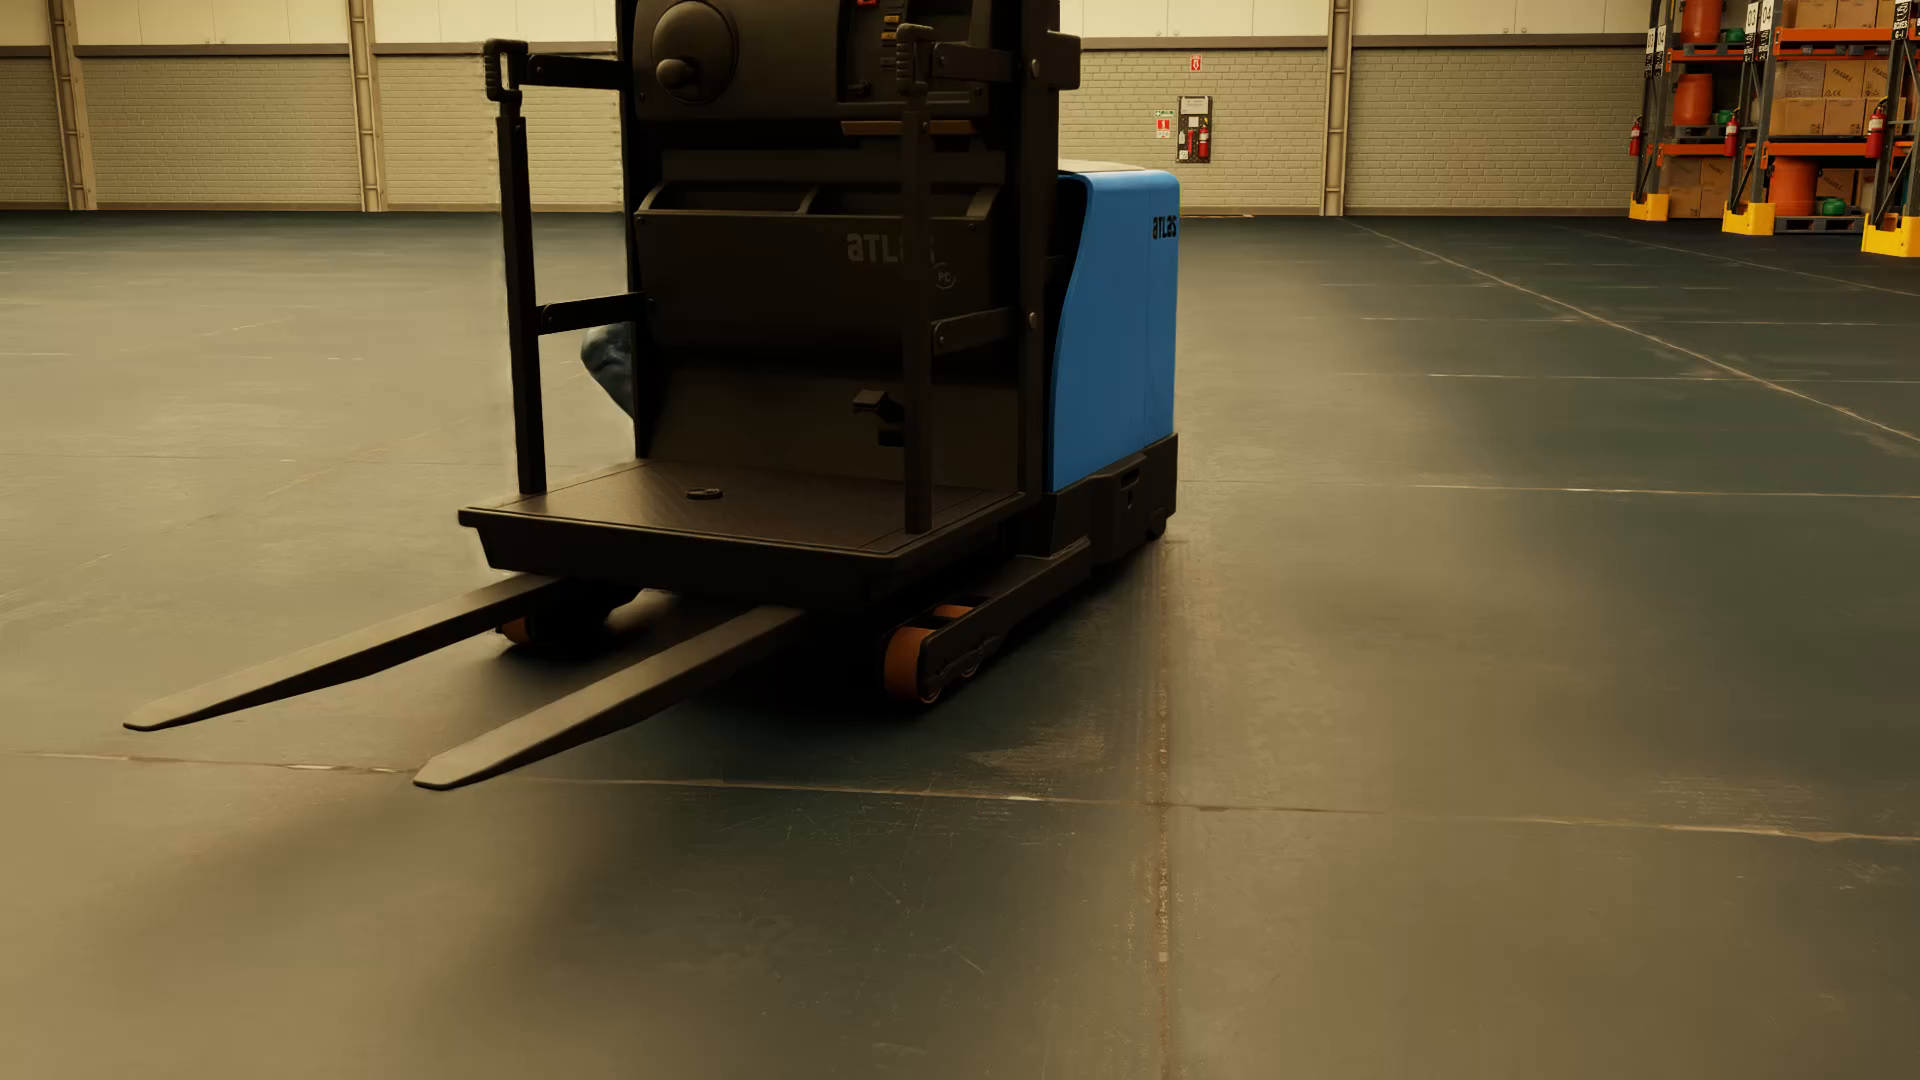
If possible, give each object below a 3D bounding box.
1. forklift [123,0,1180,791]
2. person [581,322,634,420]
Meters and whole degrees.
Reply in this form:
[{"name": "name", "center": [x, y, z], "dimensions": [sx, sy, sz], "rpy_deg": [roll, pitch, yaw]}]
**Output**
[{"name": "forklift", "center": [-0.426, -1.194, 3.616], "dimensions": [1.130, 2.935, 3.031], "rpy_deg": [6, 14, 24]}, {"name": "person", "center": [-0.685, -0.813, 4.755], "dimensions": [0.854, 1.636, 1.156], "rpy_deg": [1, 13, 2]}]
